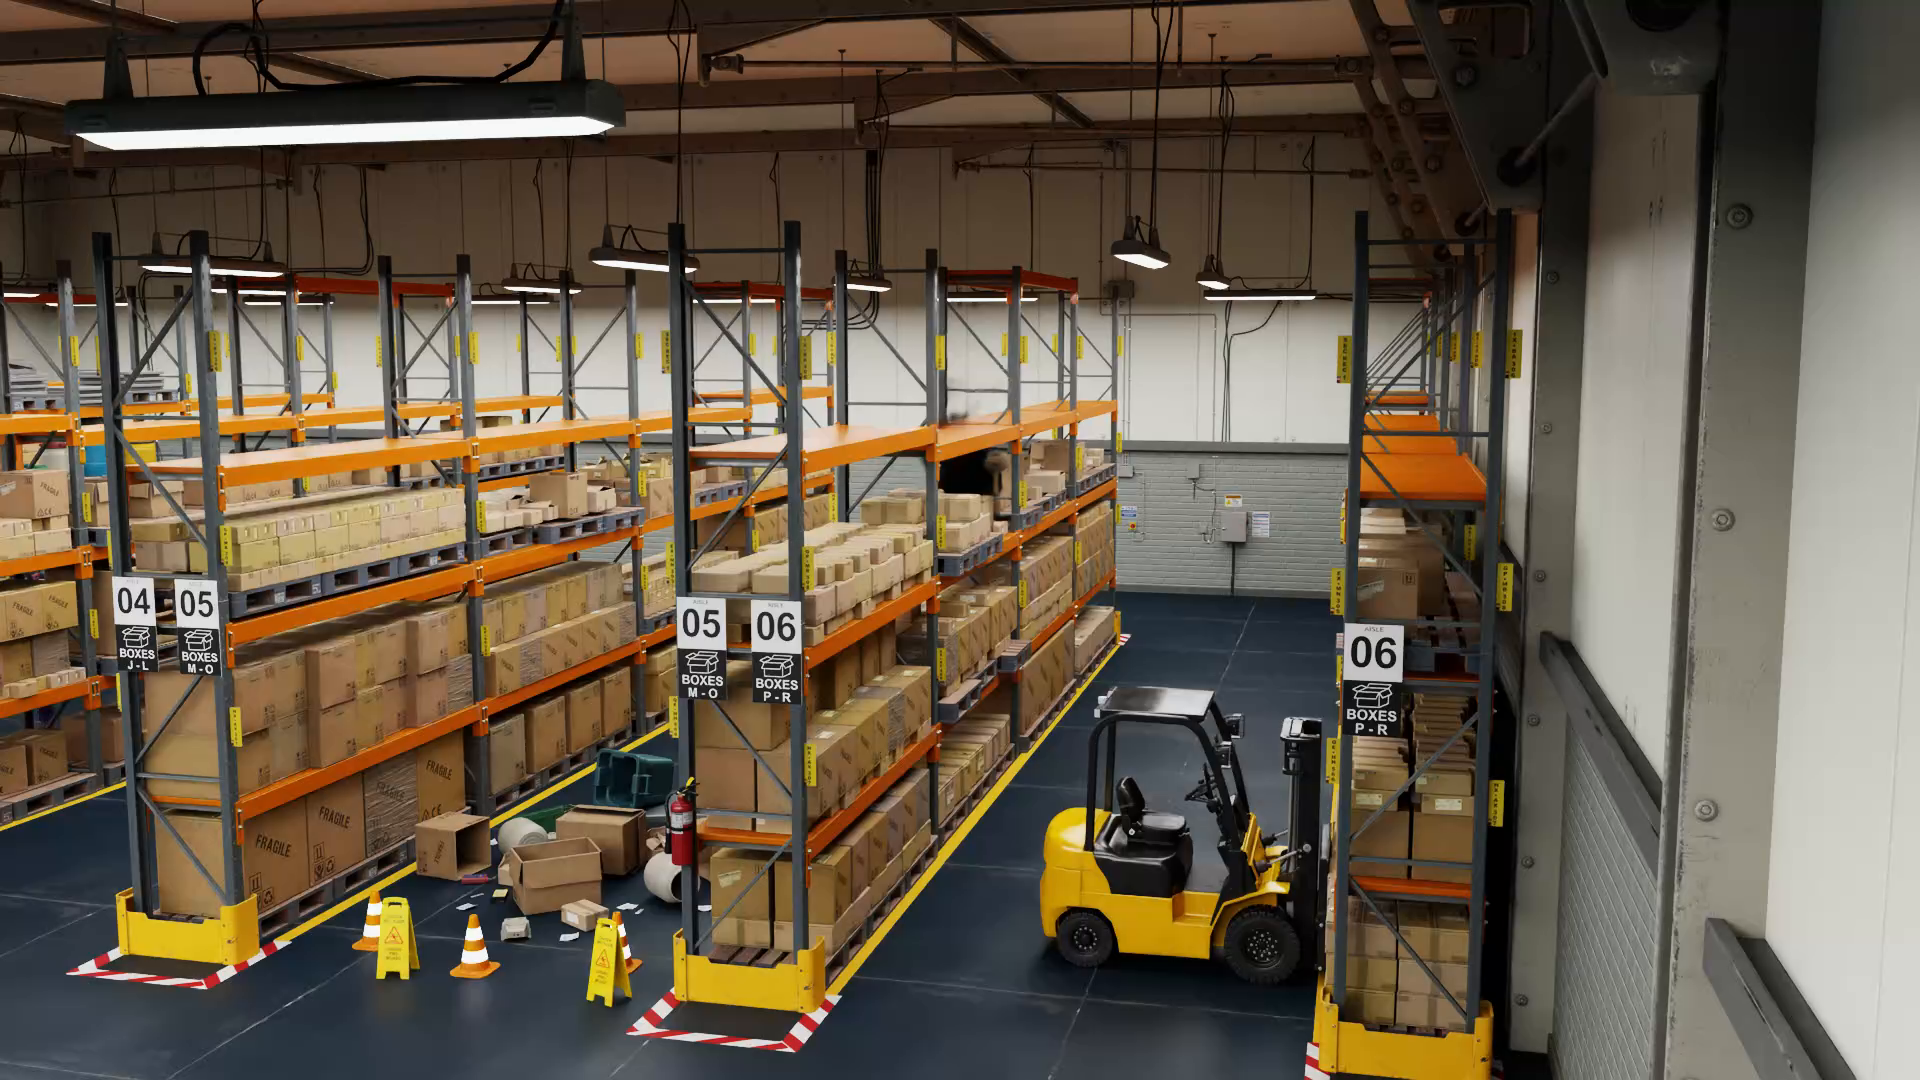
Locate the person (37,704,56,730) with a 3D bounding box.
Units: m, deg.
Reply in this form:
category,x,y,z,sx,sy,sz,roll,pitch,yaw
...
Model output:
category,x,y,z,sx,sy,sz,roll,pitch,yaw
person,-11.982,1.732,21.633,0.586,1.676,0.661,0,7,4
